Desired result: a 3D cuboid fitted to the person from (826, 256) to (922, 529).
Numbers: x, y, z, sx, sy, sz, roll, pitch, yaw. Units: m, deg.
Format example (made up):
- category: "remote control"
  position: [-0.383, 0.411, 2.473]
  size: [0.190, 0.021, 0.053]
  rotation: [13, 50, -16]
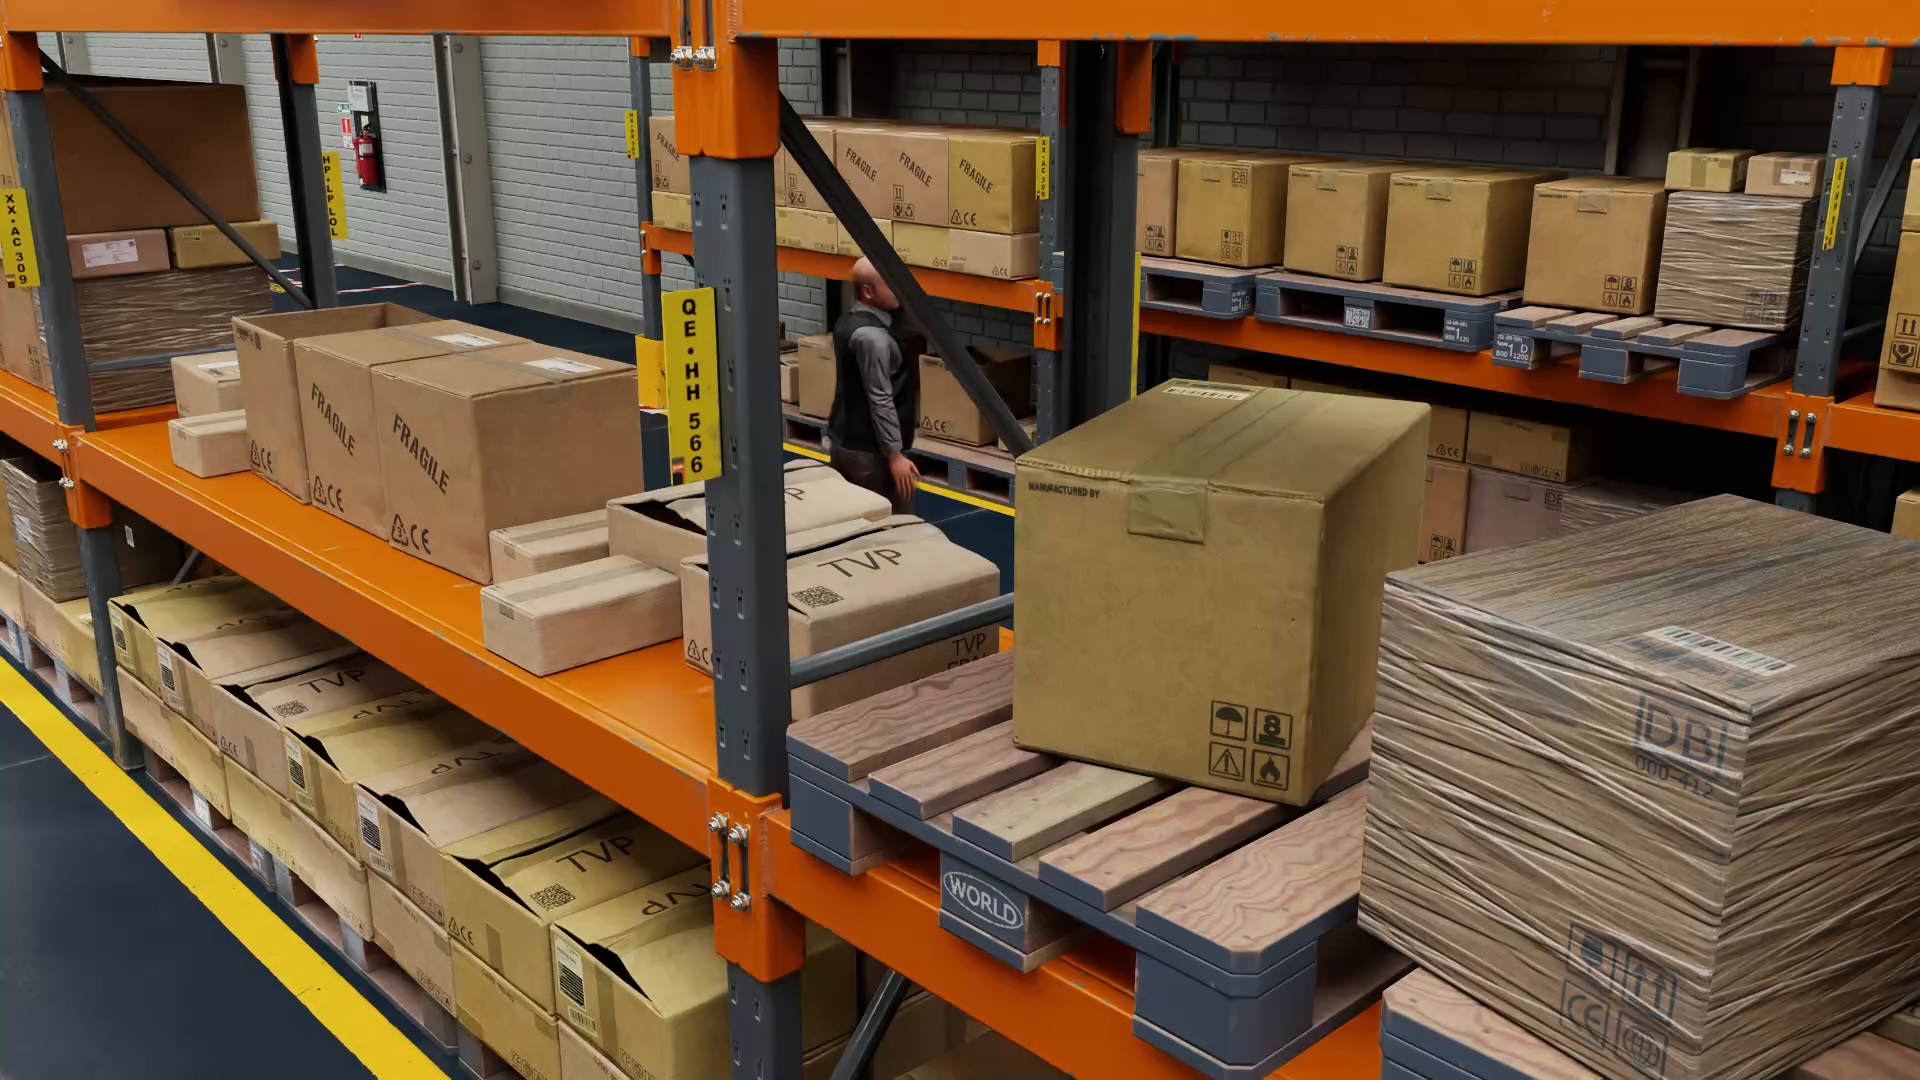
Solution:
- category: "person"
  position: [-0.321, -0.380, 7.236]
  size: [0.578, 1.718, 0.625]
  rotation: [-6, 18, -20]
